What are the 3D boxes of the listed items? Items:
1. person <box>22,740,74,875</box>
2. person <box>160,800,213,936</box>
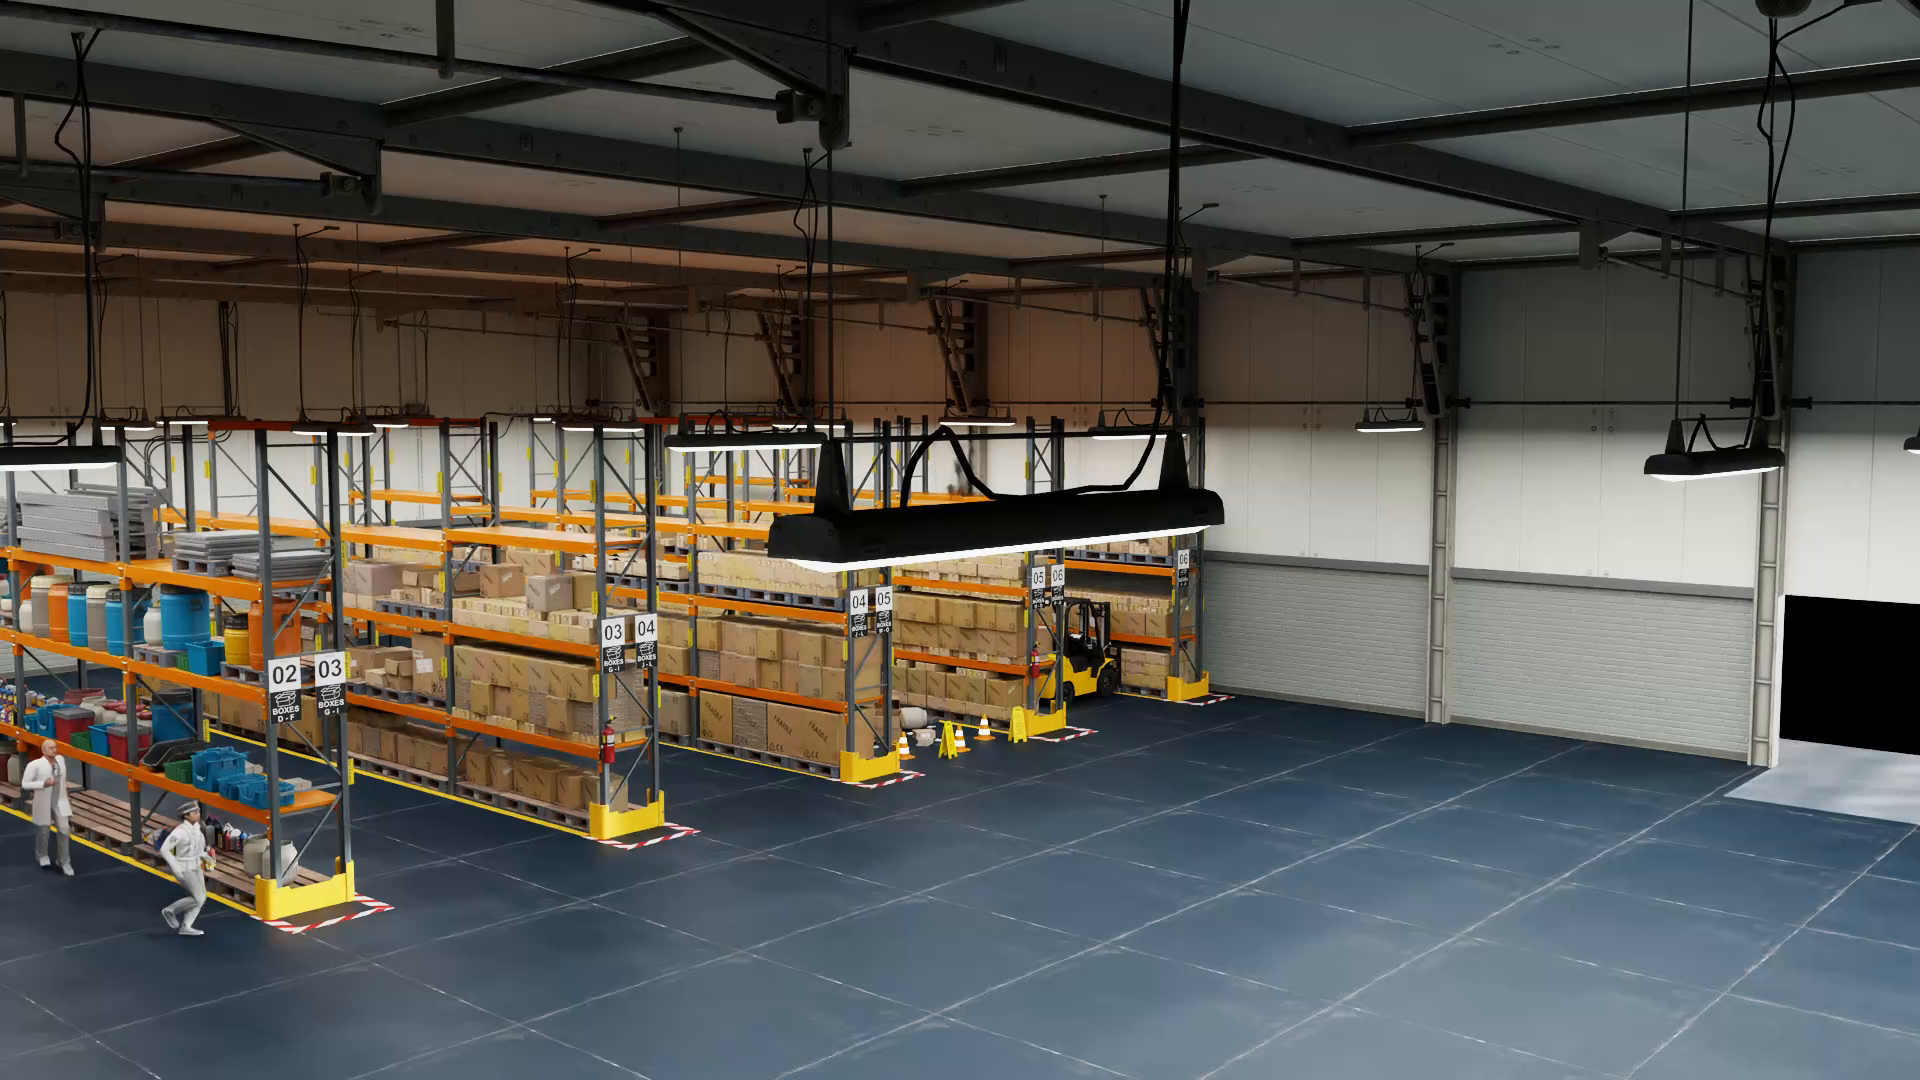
[{"bbox_3d":[-12.275,3.599,22.354,0.862,1.855,0.661,4,6,38],"label":"person"},{"bbox_3d":[-9.162,3.888,19.708,0.577,1.634,0.635,0,5,3],"label":"person"}]
